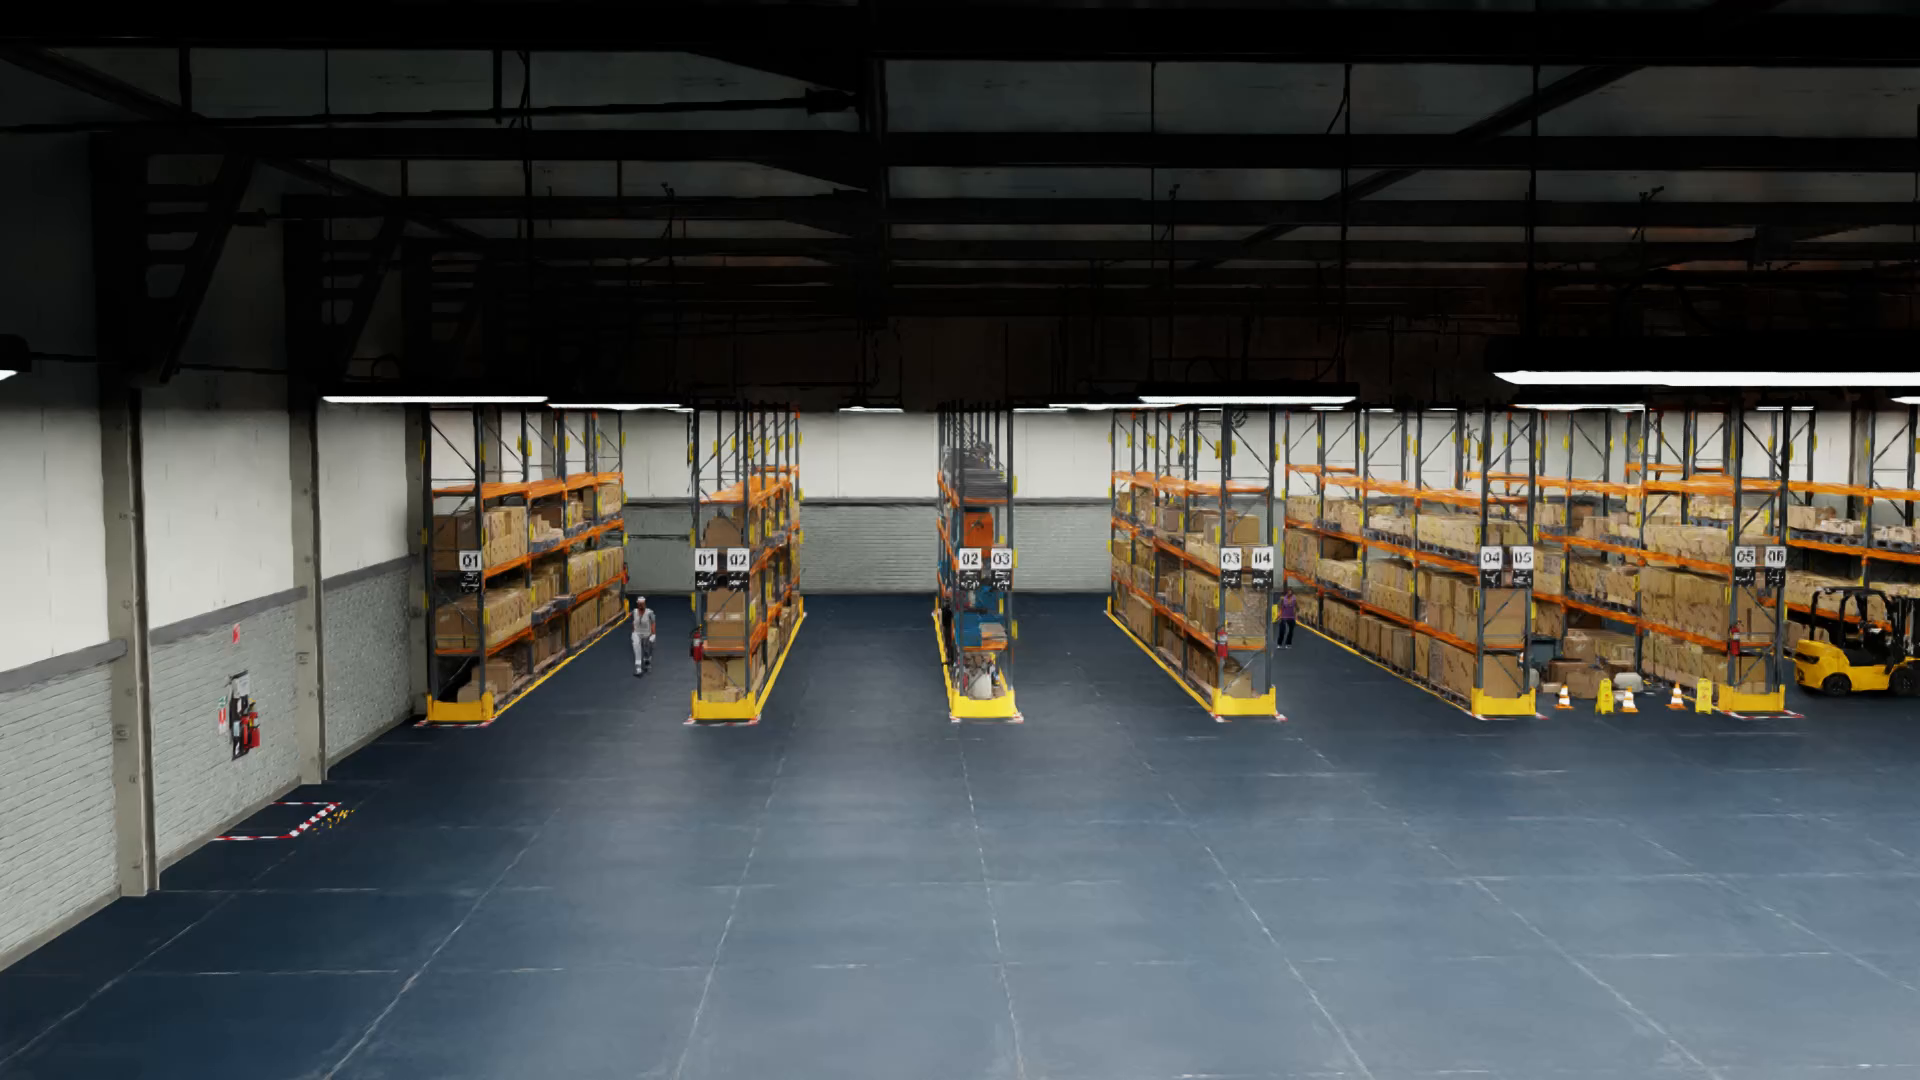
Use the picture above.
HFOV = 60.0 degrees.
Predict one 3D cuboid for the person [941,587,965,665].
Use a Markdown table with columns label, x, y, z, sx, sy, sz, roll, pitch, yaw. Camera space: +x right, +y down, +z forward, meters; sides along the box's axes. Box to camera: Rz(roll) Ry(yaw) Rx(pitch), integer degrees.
| label | x | y | z | sx | sy | sz | roll | pitch | yaw |
| --- | --- | --- | --- | --- | --- | --- | --- | --- | --- |
| person | -0.147 | 1.893 | 36.519 | 0.481 | 1.720 | 0.610 | -2 | 5 | -22 |

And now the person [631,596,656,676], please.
| label | x | y | z | sx | sy | sz | roll | pitch | yaw |
| --- | --- | --- | --- | --- | --- | --- | --- | --- | --- |
| person | -6.946 | 2.088 | 36.441 | 0.564 | 1.736 | 1.044 | 0 | 4 | -3 |

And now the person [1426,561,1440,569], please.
| label | x | y | z | sx | sy | sz | roll | pitch | yaw |
| --- | --- | --- | --- | --- | --- | --- | --- | --- | --- |
| person | 14.967 | 0.950 | 52.524 | 0.469 | 1.584 | 0.508 | 3 | 5 | 35 |

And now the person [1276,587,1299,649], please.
| label | x | y | z | sx | sy | sz | roll | pitch | yaw |
| --- | --- | --- | --- | --- | --- | --- | --- | --- | --- |
| person | 7.941 | 1.893 | 40.408 | 0.566 | 1.541 | 0.519 | 0 | 4 | -5 |
